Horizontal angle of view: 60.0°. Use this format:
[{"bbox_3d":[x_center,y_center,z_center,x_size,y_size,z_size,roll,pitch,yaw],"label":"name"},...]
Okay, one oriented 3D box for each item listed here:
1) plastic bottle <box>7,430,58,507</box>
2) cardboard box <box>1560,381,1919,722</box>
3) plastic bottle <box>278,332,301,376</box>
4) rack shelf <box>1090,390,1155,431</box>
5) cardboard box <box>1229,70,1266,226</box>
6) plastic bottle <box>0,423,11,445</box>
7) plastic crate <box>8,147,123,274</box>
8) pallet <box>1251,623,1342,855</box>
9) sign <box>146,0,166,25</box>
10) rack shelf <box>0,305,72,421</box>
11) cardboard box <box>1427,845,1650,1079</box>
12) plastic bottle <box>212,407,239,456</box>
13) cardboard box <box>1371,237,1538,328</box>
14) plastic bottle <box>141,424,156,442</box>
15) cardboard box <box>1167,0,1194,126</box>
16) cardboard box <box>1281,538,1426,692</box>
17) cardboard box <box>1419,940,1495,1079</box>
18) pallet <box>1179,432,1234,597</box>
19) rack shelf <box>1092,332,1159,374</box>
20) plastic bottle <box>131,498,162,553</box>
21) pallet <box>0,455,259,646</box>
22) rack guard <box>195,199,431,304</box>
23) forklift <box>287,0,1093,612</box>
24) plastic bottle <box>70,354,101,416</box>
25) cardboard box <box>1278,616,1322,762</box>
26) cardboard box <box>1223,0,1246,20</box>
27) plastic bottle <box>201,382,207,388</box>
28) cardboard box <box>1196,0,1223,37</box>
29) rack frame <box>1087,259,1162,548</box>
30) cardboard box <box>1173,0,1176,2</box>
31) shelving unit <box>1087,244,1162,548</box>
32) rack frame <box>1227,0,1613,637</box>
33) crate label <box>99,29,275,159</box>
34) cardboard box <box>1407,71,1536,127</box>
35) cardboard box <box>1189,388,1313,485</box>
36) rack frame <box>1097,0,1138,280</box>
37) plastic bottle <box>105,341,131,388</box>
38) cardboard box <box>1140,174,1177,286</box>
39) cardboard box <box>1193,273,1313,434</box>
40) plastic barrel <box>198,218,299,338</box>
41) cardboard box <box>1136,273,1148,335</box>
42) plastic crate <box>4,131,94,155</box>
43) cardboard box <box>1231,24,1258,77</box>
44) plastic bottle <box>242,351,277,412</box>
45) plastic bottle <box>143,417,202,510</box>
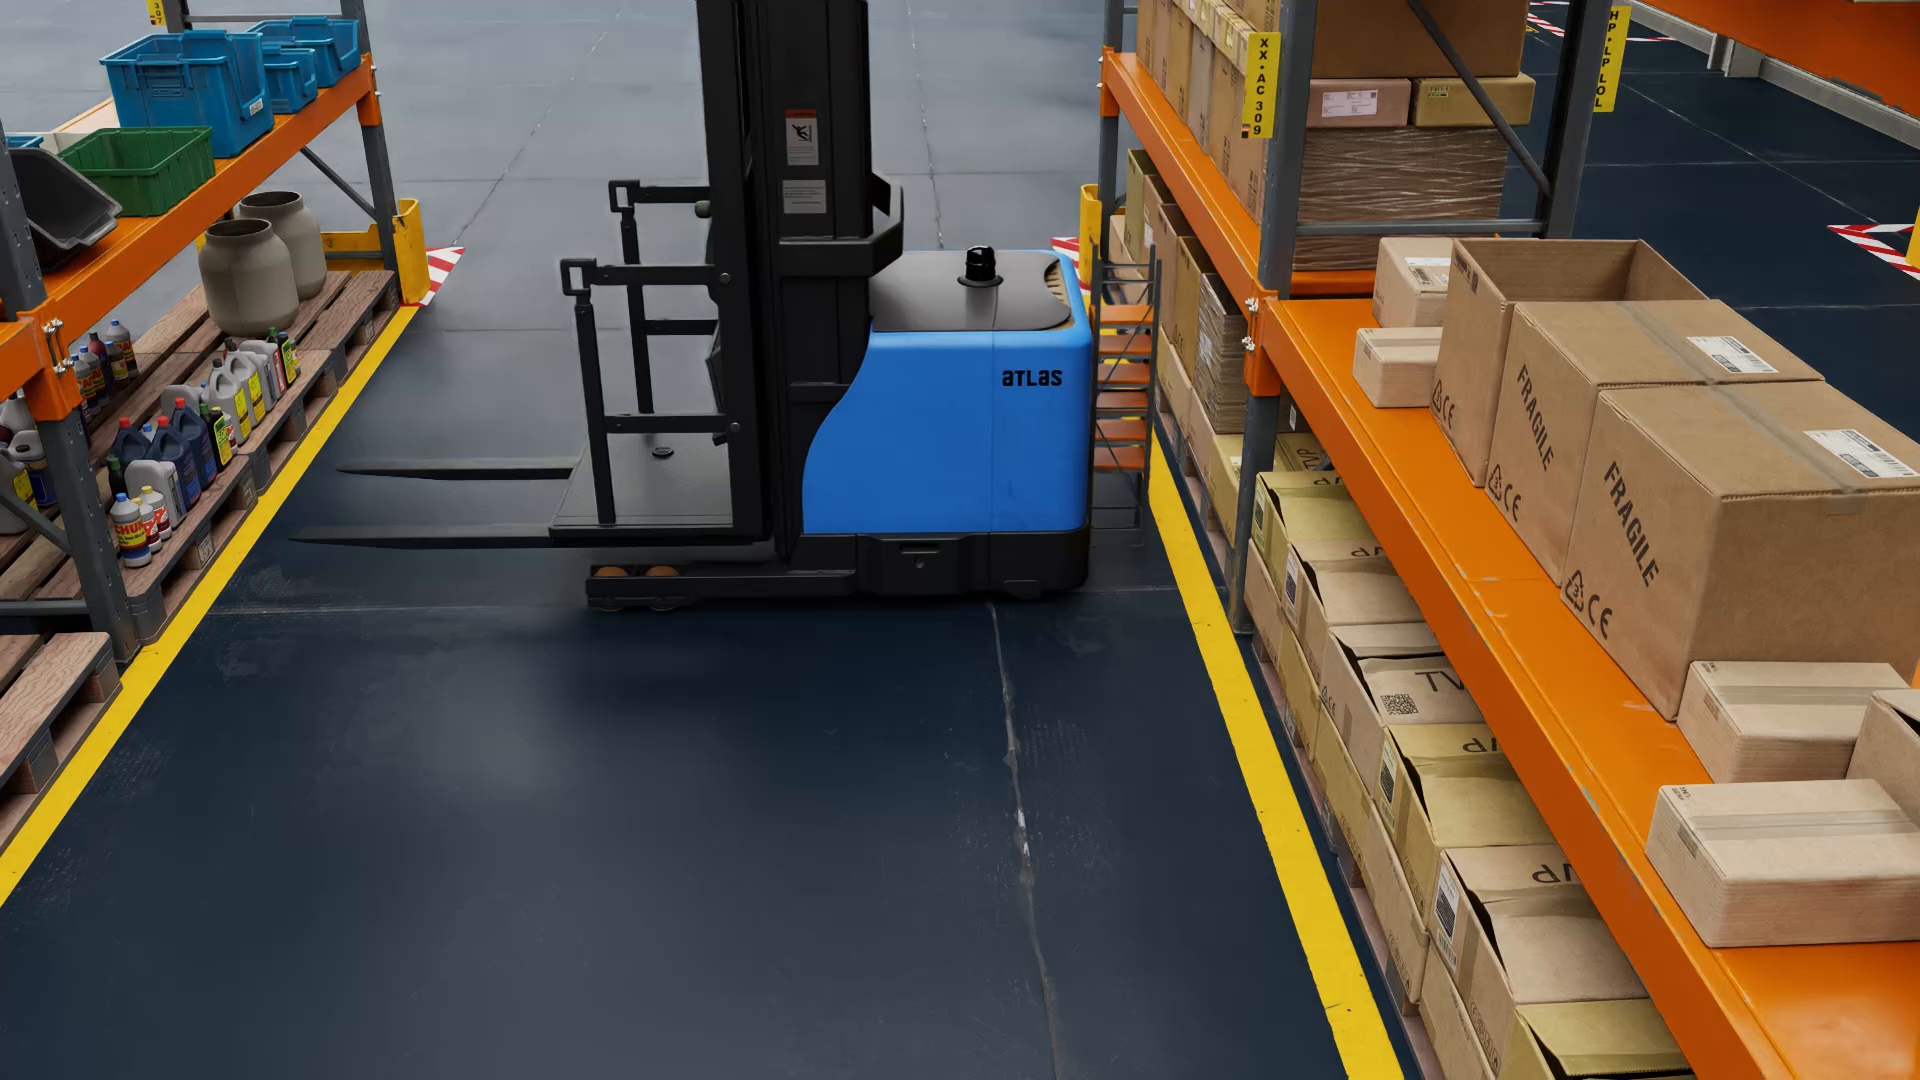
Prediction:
[{"bbox_3d":[-3.635,-0.282,6.516,0.152,0.276,0.135,-1,28,-3],"label":"plastic bottle"},{"bbox_3d":[1.602,0.011,3.378,0.500,0.500,0.500,-3,28,-5],"label":"cardboard box"},{"bbox_3d":[-3.125,-0.864,7.713,0.097,0.201,0.097,0,28,0],"label":"plastic bottle"},{"bbox_3d":[0.623,-0.506,6.518,0.258,0.103,0.180,0,28,-1],"label":"rack shelf"},{"bbox_3d":[1.433,-1.510,6.294,0.700,0.500,0.500,-2,28,-3],"label":"cardboard box"},{"bbox_3d":[-3.832,-0.344,6.627,0.061,0.283,0.133,0,28,1],"label":"plastic bottle"},{"bbox_3d":[-3.350,-1.117,5.716,0.767,0.338,0.504,-1,28,-3],"label":"plastic crate"},{"bbox_3d":[1.574,0.558,5.452,1.003,0.211,1.213,-1,28,-3],"label":"pallet"},{"bbox_3d":[-4.208,-2.859,8.688,0.100,0.325,0.005,-1,28,-3],"label":"sign"},{"bbox_3d":[-3.346,0.343,3.627,1.077,0.370,4.000,-1,28,-3],"label":"rack shelf"},{"bbox_3d":[1.375,0.905,3.684,0.500,0.311,0.500,-2,28,-3],"label":"cardboard box"},{"bbox_3d":[-3.079,-0.456,6.930,0.097,0.201,0.097,0,28,0],"label":"plastic bottle"},{"bbox_3d":[1.566,-0.725,5.059,0.500,0.250,0.500,0,28,1],"label":"cardboard box"},{"bbox_3d":[-3.206,-0.332,6.618,0.097,0.271,0.097,0,28,0],"label":"plastic bottle"},{"bbox_3d":[1.352,-2.222,7.658,0.700,0.500,0.500,-1,28,-2],"label":"cardboard box"},{"bbox_3d":[1.291,0.195,5.046,0.500,0.311,0.500,-2,28,-3],"label":"cardboard box"},{"bbox_3d":[1.381,1.155,3.811,0.500,0.250,0.500,-1,28,-1],"label":"cardboard box"},{"bbox_3d":[1.497,-0.150,6.809,1.003,0.211,1.213,-1,28,-3],"label":"pallet"},{"bbox_3d":[0.624,-0.719,6.407,0.258,0.103,0.180,0,28,-1],"label":"rack shelf"},{"bbox_3d":[-3.034,-0.059,6.170,0.097,0.201,0.097,0,28,0],"label":"plastic bottle"},{"bbox_3d":[-3.443,0.025,6.473,1.003,0.211,1.213,-1,28,-3],"label":"pallet"},{"bbox_3d":[-3.608,-1.605,9.287,1.175,0.500,0.348,-1,28,-3],"label":"rack guard"},{"bbox_3d":[-1.039,-1.278,6.032,3.031,2.935,1.130,-1,28,-1],"label":"forklift"},{"bbox_3d":[-3.852,-0.683,7.291,0.097,0.271,0.097,0,28,0],"label":"plastic bottle"},{"bbox_3d":[1.296,0.443,5.175,0.500,0.250,0.500,-1,28,-1],"label":"cardboard box"},{"bbox_3d":[1.414,-2.307,6.418,0.700,0.500,0.500,-1,28,-3],"label":"cardboard box"},{"bbox_3d":[-3.238,-0.583,7.175,0.097,0.201,0.097,0,28,0],"label":"plastic bottle"},{"bbox_3d":[1.187,-2.179,6.875,0.380,0.149,0.250,-1,28,-1],"label":"cardboard box"},{"bbox_3d":[0.625,-0.503,6.417,0.240,1.200,0.006,0,28,-1],"label":"rack frame"},{"bbox_3d":[1.149,-2.534,7.555,0.380,0.149,0.250,-2,28,-4],"label":"cardboard box"},{"bbox_3d":[0.623,-0.546,6.498,0.258,1.200,0.189,0,28,-1],"label":"shelving unit"},{"bbox_3d":[1.497,-1.018,5.458,1.000,3.000,0.127,-1,28,-3],"label":"rack frame"},{"bbox_3d":[-3.293,-1.919,7.148,0.502,0.435,0.616,-1,28,-3],"label":"crate label"},{"bbox_3d":[1.676,-1.479,5.532,0.380,0.149,0.250,-1,28,-3],"label":"cardboard box"},{"bbox_3d":[1.238,-0.425,6.840,0.500,0.250,0.500,-1,28,-3],"label":"cardboard box"},{"bbox_3d":[1.288,-2.865,9.000,1.000,3.000,0.127,-1,28,-3],"label":"rack frame"},{"bbox_3d":[-3.870,-0.809,7.607,0.097,0.201,0.097,0,28,0],"label":"plastic bottle"},{"bbox_3d":[1.161,-1.450,7.995,0.500,0.500,0.500,-1,28,-3],"label":"cardboard box"},{"bbox_3d":[1.240,-0.757,6.667,0.500,0.500,0.500,-1,28,-3],"label":"cardboard box"},{"bbox_3d":[-3.522,-1.297,8.229,0.421,0.512,0.421,0,28,0],"label":"plastic barrel"},{"bbox_3d":[1.149,-1.117,8.168,0.500,0.250,0.500,-1,28,-3],"label":"cardboard box"},{"bbox_3d":[-3.788,-1.527,6.719,0.530,0.136,0.437,-1,28,-3],"label":"plastic crate"},{"bbox_3d":[1.227,-1.827,6.199,0.380,0.149,0.250,-1,28,-3],"label":"cardboard box"},{"bbox_3d":[-3.132,-0.716,7.349,0.152,0.276,0.135,-2,28,-4],"label":"plastic bottle"},{"bbox_3d":[-3.078,-0.303,6.477,0.144,0.351,0.185,-1,28,-1],"label":"plastic bottle"}]
